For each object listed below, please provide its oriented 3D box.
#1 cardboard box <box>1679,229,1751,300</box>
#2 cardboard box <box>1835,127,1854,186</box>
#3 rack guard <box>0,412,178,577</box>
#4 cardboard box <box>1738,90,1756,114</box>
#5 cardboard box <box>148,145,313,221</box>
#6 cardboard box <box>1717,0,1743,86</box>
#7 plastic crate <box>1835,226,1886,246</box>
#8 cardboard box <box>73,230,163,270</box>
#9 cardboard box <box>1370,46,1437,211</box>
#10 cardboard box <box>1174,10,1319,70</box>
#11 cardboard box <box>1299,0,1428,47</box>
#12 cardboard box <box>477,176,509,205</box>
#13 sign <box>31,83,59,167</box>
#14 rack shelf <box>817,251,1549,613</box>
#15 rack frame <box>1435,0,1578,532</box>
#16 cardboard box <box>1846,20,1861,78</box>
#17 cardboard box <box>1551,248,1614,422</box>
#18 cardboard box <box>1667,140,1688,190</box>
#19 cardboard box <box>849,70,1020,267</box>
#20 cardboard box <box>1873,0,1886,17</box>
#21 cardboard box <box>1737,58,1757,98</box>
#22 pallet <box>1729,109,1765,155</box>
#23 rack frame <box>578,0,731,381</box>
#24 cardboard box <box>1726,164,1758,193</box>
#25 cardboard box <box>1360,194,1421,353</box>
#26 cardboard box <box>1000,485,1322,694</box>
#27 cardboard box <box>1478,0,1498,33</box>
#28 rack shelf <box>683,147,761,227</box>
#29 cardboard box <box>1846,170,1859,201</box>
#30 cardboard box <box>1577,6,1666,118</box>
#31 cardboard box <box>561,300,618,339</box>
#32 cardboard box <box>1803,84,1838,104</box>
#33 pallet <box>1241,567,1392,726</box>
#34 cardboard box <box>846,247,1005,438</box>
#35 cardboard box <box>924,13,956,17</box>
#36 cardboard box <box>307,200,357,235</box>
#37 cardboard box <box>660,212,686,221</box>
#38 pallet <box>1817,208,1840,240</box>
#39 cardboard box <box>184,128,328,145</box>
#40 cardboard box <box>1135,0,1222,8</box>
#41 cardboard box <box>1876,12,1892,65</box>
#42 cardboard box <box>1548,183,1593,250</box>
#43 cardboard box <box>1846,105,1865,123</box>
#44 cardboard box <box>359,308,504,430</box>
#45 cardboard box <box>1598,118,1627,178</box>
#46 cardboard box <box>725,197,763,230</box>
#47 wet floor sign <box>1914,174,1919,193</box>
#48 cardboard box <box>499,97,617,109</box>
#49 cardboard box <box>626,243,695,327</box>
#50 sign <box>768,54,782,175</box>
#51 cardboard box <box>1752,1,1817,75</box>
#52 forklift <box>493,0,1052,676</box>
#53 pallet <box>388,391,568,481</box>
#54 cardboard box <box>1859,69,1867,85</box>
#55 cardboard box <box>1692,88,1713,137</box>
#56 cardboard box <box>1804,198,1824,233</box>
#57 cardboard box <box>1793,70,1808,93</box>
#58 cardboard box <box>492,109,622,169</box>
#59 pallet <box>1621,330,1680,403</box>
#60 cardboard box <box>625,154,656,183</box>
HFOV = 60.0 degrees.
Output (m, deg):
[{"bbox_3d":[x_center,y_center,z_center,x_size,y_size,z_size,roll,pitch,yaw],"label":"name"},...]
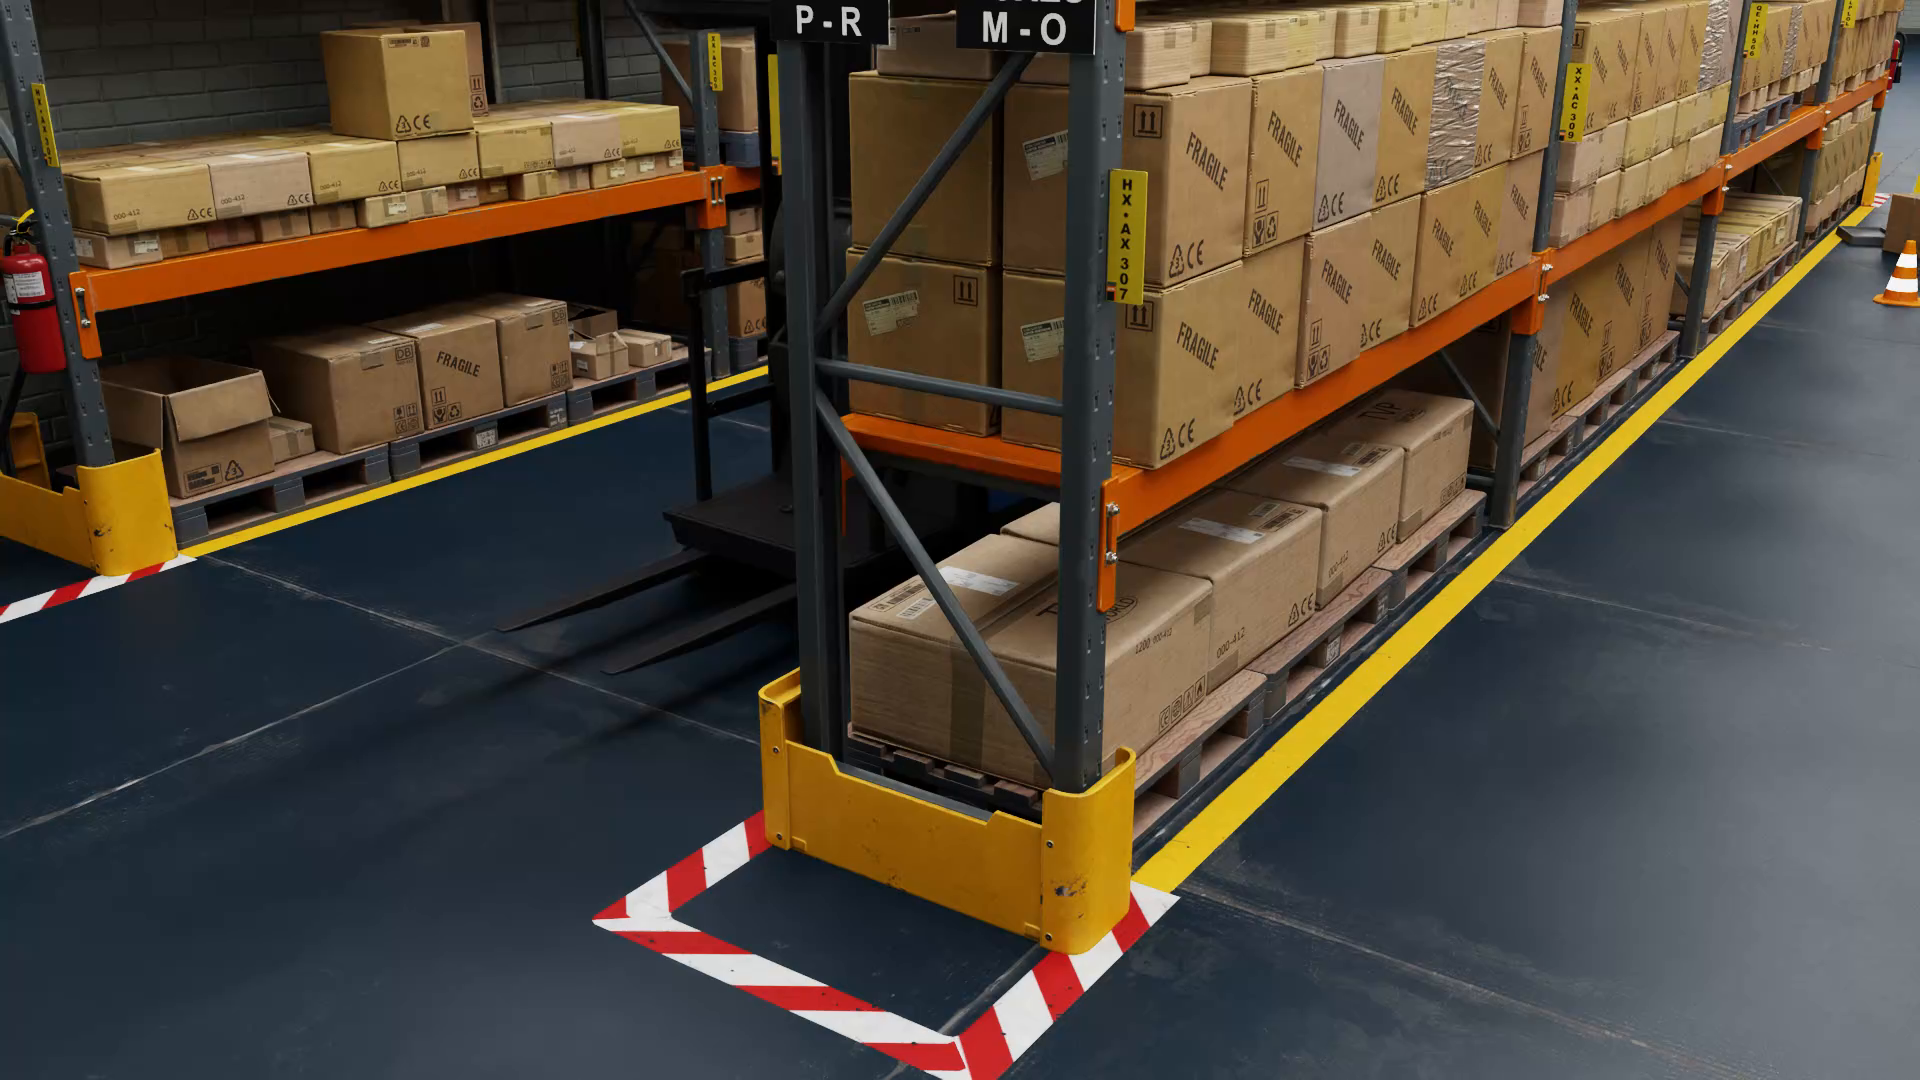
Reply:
[{"bbox_3d":[5.186,-2.044,12.149,0.950,0.372,0.625,13,24,31],"label":"cardboard box"},{"bbox_3d":[7.839,-3.533,15.271,0.500,0.500,0.500,15,25,35],"label":"cardboard box"},{"bbox_3d":[-4.110,-0.227,7.658,1.175,0.500,0.348,13,24,32],"label":"rack guard"},{"bbox_3d":[5.167,-2.986,11.271,0.380,0.149,0.250,12,23,28],"label":"cardboard box"},{"bbox_3d":[-3.392,-1.669,7.740,0.500,0.250,0.500,14,24,32],"label":"cardboard box"},{"bbox_3d":[4.377,-3.022,10.026,0.500,0.500,0.500,13,24,30],"label":"cardboard box"},{"bbox_3d":[8.261,-2.775,15.151,0.402,0.080,0.583,5,21,13],"label":"plastic crate"},{"bbox_3d":[-3.741,-1.300,7.319,0.380,0.149,0.250,13,24,31],"label":"cardboard box"},{"bbox_3d":[1.307,-1.451,5.777,0.500,0.500,0.500,13,24,32],"label":"cardboard box"},{"bbox_3d":[0.845,-1.499,4.973,0.380,0.149,0.250,12,24,30],"label":"cardboard box"},{"bbox_3d":[1.396,-1.800,5.787,0.380,0.149,0.250,13,24,32],"label":"cardboard box"},{"bbox_3d":[-2.657,-1.907,8.960,0.380,0.149,0.250,14,24,33],"label":"cardboard box"},{"bbox_3d":[-3.704,-1.678,6.729,0.100,0.325,0.005,13,24,32],"label":"sign"},{"bbox_3d":[1.079,-0.647,6.227,1.077,0.370,4.000,13,24,32],"label":"rack shelf"},{"bbox_3d":[2.203,-1.558,7.654,1.000,3.000,0.127,13,24,32],"label":"rack frame"},{"bbox_3d":[7.441,-4.260,14.386,0.500,0.500,0.500,13,24,32],"label":"cardboard box"},{"bbox_3d":[2.987,-1.213,9.177,0.875,0.875,0.875,14,25,33],"label":"cardboard box"},{"bbox_3d":[3.811,-2.149,9.466,0.500,0.250,0.500,13,24,31],"label":"cardboard box"},{"bbox_3d":[0.028,-1.111,4.859,0.500,0.500,0.500,14,25,34],"label":"cardboard box"},{"bbox_3d":[7.737,-4.874,14.603,0.700,0.500,0.500,13,24,31],"label":"cardboard box"},{"bbox_3d":[4.896,-3.173,10.841,0.500,0.500,0.500,12,24,30],"label":"cardboard box"},{"bbox_3d":[4.764,-2.841,11.398,1.213,0.211,1.003,13,24,32],"label":"pallet"},{"bbox_3d":[-1.904,-2.525,10.268,1.000,3.000,0.127,13,24,32],"label":"rack frame"},{"bbox_3d":[6.811,-3.335,14.733,0.500,0.500,0.500,13,24,31],"label":"cardboard box"},{"bbox_3d":[1.292,-0.979,5.944,0.500,0.500,0.500,14,25,34],"label":"cardboard box"},{"bbox_3d":[0.750,0.121,6.201,0.875,0.438,0.875,14,25,33],"label":"cardboard box"},{"bbox_3d":[1.907,-2.104,6.608,0.380,0.149,0.250,13,24,32],"label":"cardboard box"},{"bbox_3d":[-0.780,-2.761,11.944,1.077,0.370,4.000,13,24,32],"label":"rack shelf"},{"bbox_3d":[8.419,-3.477,16.199,0.500,0.250,0.500,13,24,32],"label":"cardboard box"},{"bbox_3d":[3.235,-2.439,8.449,0.500,0.500,0.500,13,24,31],"label":"cardboard box"},{"bbox_3d":[-2.471,-1.317,10.273,0.500,0.311,0.500,14,25,34],"label":"cardboard box"},{"bbox_3d":[7.142,-3.763,13.978,0.380,0.149,0.250,13,24,32],"label":"cardboard box"},{"bbox_3d":[1.026,0.304,6.638,1.003,0.211,1.213,13,24,32],"label":"pallet"},{"bbox_3d":[0.007,-0.647,5.047,0.500,0.500,0.500,13,24,32],"label":"cardboard box"},{"bbox_3d":[0.113,-1.450,4.841,0.380,0.149,0.250,14,24,33],"label":"cardboard box"},{"bbox_3d":[-3.180,-1.602,8.135,0.380,0.149,0.250,14,24,33],"label":"cardboard box"},{"bbox_3d":[-1.792,-2.092,11.160,0.380,0.149,0.250,13,24,32],"label":"cardboard box"},{"bbox_3d":[7.734,-3.097,15.832,1.003,0.211,1.213,13,24,32],"label":"pallet"},{"bbox_3d":[-3.541,-1.919,8.417,0.500,0.250,0.500,14,25,33],"label":"cardboard box"},{"bbox_3d":[0.662,-1.749,5.650,0.380,0.149,0.250,14,24,33],"label":"cardboard box"},{"bbox_3d":[8.586,-4.835,15.940,0.500,0.500,0.500,13,24,32],"label":"cardboard box"},{"bbox_3d":[2.669,-1.563,7.882,0.500,0.250,0.500,13,24,31],"label":"cardboard box"},{"bbox_3d":[8.270,-4.019,15.647,0.380,0.149,0.250,14,25,34],"label":"cardboard box"},{"bbox_3d":[-2.838,-0.929,8.950,0.500,0.500,0.500,14,24,33],"label":"cardboard box"},{"bbox_3d":[2.953,-1.949,8.205,0.500,0.250,0.500,14,24,33],"label":"cardboard box"},{"bbox_3d":[-1.376,-2.128,10.829,0.380,0.149,0.250,12,23,29],"label":"cardboard box"},{"bbox_3d":[9.940,-3.743,16.953,0.232,0.644,0.267,-14,25,-33],"label":"wet floor sign"},{"bbox_3d":[-2.406,-2.505,10.000,0.500,0.250,0.500,13,24,31],"label":"cardboard box"},{"bbox_3d":[-1.873,-1.748,11.165,0.500,0.500,0.500,13,24,32],"label":"cardboard box"},{"bbox_3d":[-0.487,-1.174,4.606,0.100,0.325,0.005,13,24,32],"label":"sign"},{"bbox_3d":[6.057,-3.770,12.455,0.500,0.500,0.500,14,25,34],"label":"cardboard box"},{"bbox_3d":[-0.554,-1.177,6.723,1.130,2.935,3.031,15,25,35],"label":"forklift"},{"bbox_3d":[-2.976,-0.669,9.269,1.003,0.211,1.213,13,24,32],"label":"pallet"},{"bbox_3d":[8.254,-4.354,15.573,0.380,0.149,0.250,13,24,31],"label":"cardboard box"},{"bbox_3d":[4.104,-2.534,9.786,0.500,0.250,0.500,13,24,30],"label":"cardboard box"},{"bbox_3d":[7.255,-2.877,14.578,0.500,0.250,0.500,12,23,29],"label":"cardboard box"},{"bbox_3d":[6.221,-3.504,12.671,0.380,0.149,0.250,14,24,32],"label":"cardboard box"},{"bbox_3d":[-2.258,-2.254,9.322,0.500,0.250,0.500,13,24,32],"label":"cardboard box"},{"bbox_3d":[3.946,-1.186,10.668,1.003,0.211,1.213,13,24,32],"label":"pallet"},{"bbox_3d":[-2.003,-2.188,9.717,0.380,0.149,0.250,14,25,33],"label":"cardboard box"}]
